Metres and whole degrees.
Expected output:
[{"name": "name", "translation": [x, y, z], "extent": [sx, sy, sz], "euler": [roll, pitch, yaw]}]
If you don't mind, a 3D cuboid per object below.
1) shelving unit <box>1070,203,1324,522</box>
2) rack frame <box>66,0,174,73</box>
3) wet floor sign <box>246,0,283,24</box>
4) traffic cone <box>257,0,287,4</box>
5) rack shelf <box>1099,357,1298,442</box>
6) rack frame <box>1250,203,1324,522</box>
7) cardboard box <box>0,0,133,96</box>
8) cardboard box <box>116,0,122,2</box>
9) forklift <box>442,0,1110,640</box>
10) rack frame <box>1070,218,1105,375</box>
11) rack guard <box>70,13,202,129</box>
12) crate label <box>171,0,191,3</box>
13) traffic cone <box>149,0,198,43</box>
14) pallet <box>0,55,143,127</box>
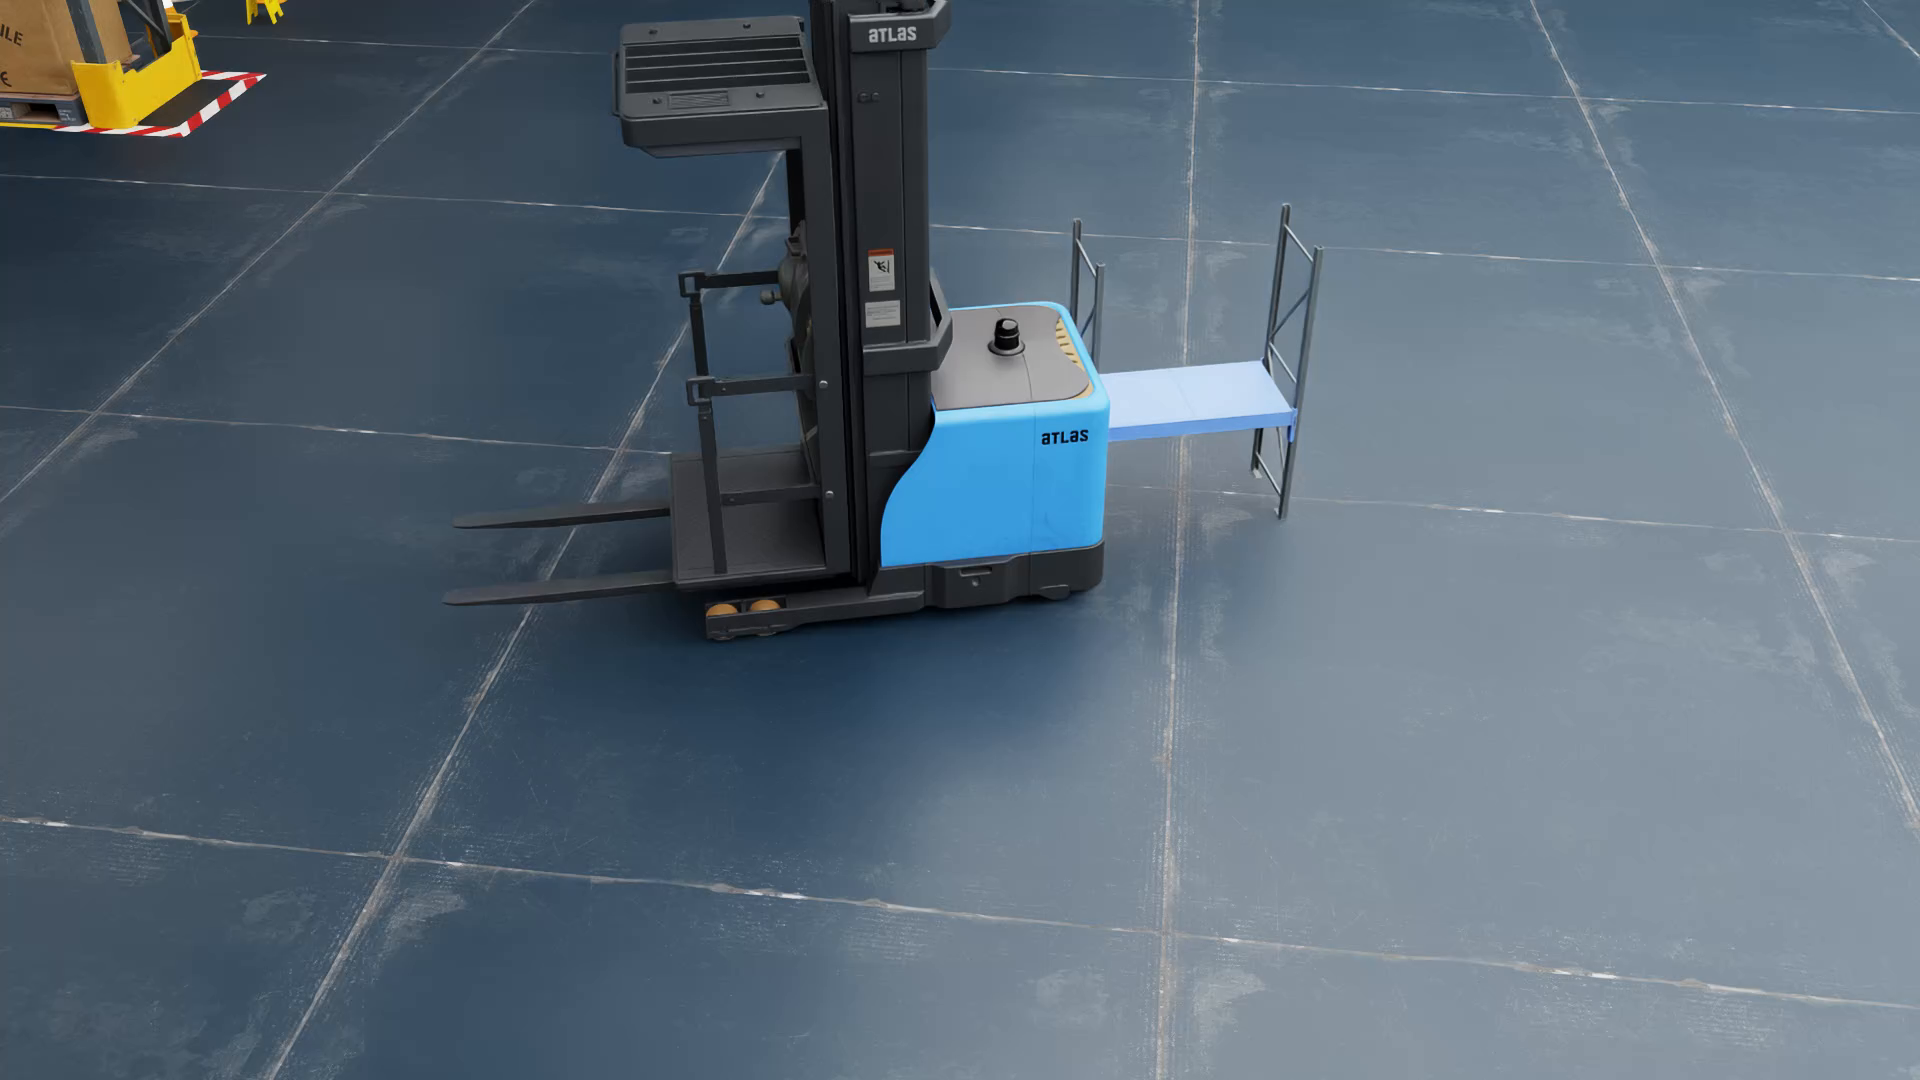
[{"name": "shelving unit", "translation": [1.088, -0.799, 8.078], "extent": [1.048, 1.500, 0.538], "euler": [-6, 36, -8]}, {"name": "rack frame", "translation": [-6.418, -4.683, 12.230], "extent": [0.127, 3.000, 1.000], "euler": [4, 36, 6]}, {"name": "wet floor sign", "translation": [-6.138, -4.864, 14.509], "extent": [0.232, 0.644, 0.267], "euler": [-2, 36, -2]}, {"name": "traffic cone", "translation": [-6.283, -5.134, 15.045], "extent": [0.334, 0.463, 0.336], "euler": [4, 36, 6]}, {"name": "rack shelf", "translation": [1.088, -0.652, 8.182], "extent": [1.000, 0.185, 0.538], "euler": [-6, 36, -8]}, {"name": "rack frame", "translation": [1.589, -0.848, 8.147], "extent": [0.032, 1.500, 0.500], "euler": [-6, 36, -8]}, {"name": "cardboard box", "translation": [-7.099, -4.001, 12.742], "extent": [0.875, 0.875, 0.875], "euler": [4, 36, 6]}, {"name": "cardboard box", "translation": [-7.953, -5.198, 15.100], "extent": [0.637, 0.503, 0.797], "euler": [-20, 40, -26]}, {"name": "forklift", "translation": [-0.889, -1.066, 7.221], "extent": [3.031, 2.935, 1.130], "euler": [-6, 36, -8]}, {"name": "rack frame", "translation": [0.587, -0.749, 8.009], "extent": [0.032, 1.500, 0.500], "euler": [-6, 36, -8]}, {"name": "rack guard", "translation": [-6.395, -3.664, 12.954], "extent": [0.348, 0.500, 1.175], "euler": [4, 36, 6]}, {"name": "crate label", "translation": [-7.071, -5.024, 15.171], "extent": [0.298, 0.136, 0.250], "euler": [-14, 38, -18]}, {"name": "traffic cone", "translation": [-6.764, -4.508, 14.168], "extent": [0.334, 0.463, 0.336], "euler": [4, 36, 6]}, {"name": "pallet", "translation": [-7.221, -3.562, 13.060], "extent": [1.213, 0.211, 1.003], "euler": [4, 36, 6]}]
